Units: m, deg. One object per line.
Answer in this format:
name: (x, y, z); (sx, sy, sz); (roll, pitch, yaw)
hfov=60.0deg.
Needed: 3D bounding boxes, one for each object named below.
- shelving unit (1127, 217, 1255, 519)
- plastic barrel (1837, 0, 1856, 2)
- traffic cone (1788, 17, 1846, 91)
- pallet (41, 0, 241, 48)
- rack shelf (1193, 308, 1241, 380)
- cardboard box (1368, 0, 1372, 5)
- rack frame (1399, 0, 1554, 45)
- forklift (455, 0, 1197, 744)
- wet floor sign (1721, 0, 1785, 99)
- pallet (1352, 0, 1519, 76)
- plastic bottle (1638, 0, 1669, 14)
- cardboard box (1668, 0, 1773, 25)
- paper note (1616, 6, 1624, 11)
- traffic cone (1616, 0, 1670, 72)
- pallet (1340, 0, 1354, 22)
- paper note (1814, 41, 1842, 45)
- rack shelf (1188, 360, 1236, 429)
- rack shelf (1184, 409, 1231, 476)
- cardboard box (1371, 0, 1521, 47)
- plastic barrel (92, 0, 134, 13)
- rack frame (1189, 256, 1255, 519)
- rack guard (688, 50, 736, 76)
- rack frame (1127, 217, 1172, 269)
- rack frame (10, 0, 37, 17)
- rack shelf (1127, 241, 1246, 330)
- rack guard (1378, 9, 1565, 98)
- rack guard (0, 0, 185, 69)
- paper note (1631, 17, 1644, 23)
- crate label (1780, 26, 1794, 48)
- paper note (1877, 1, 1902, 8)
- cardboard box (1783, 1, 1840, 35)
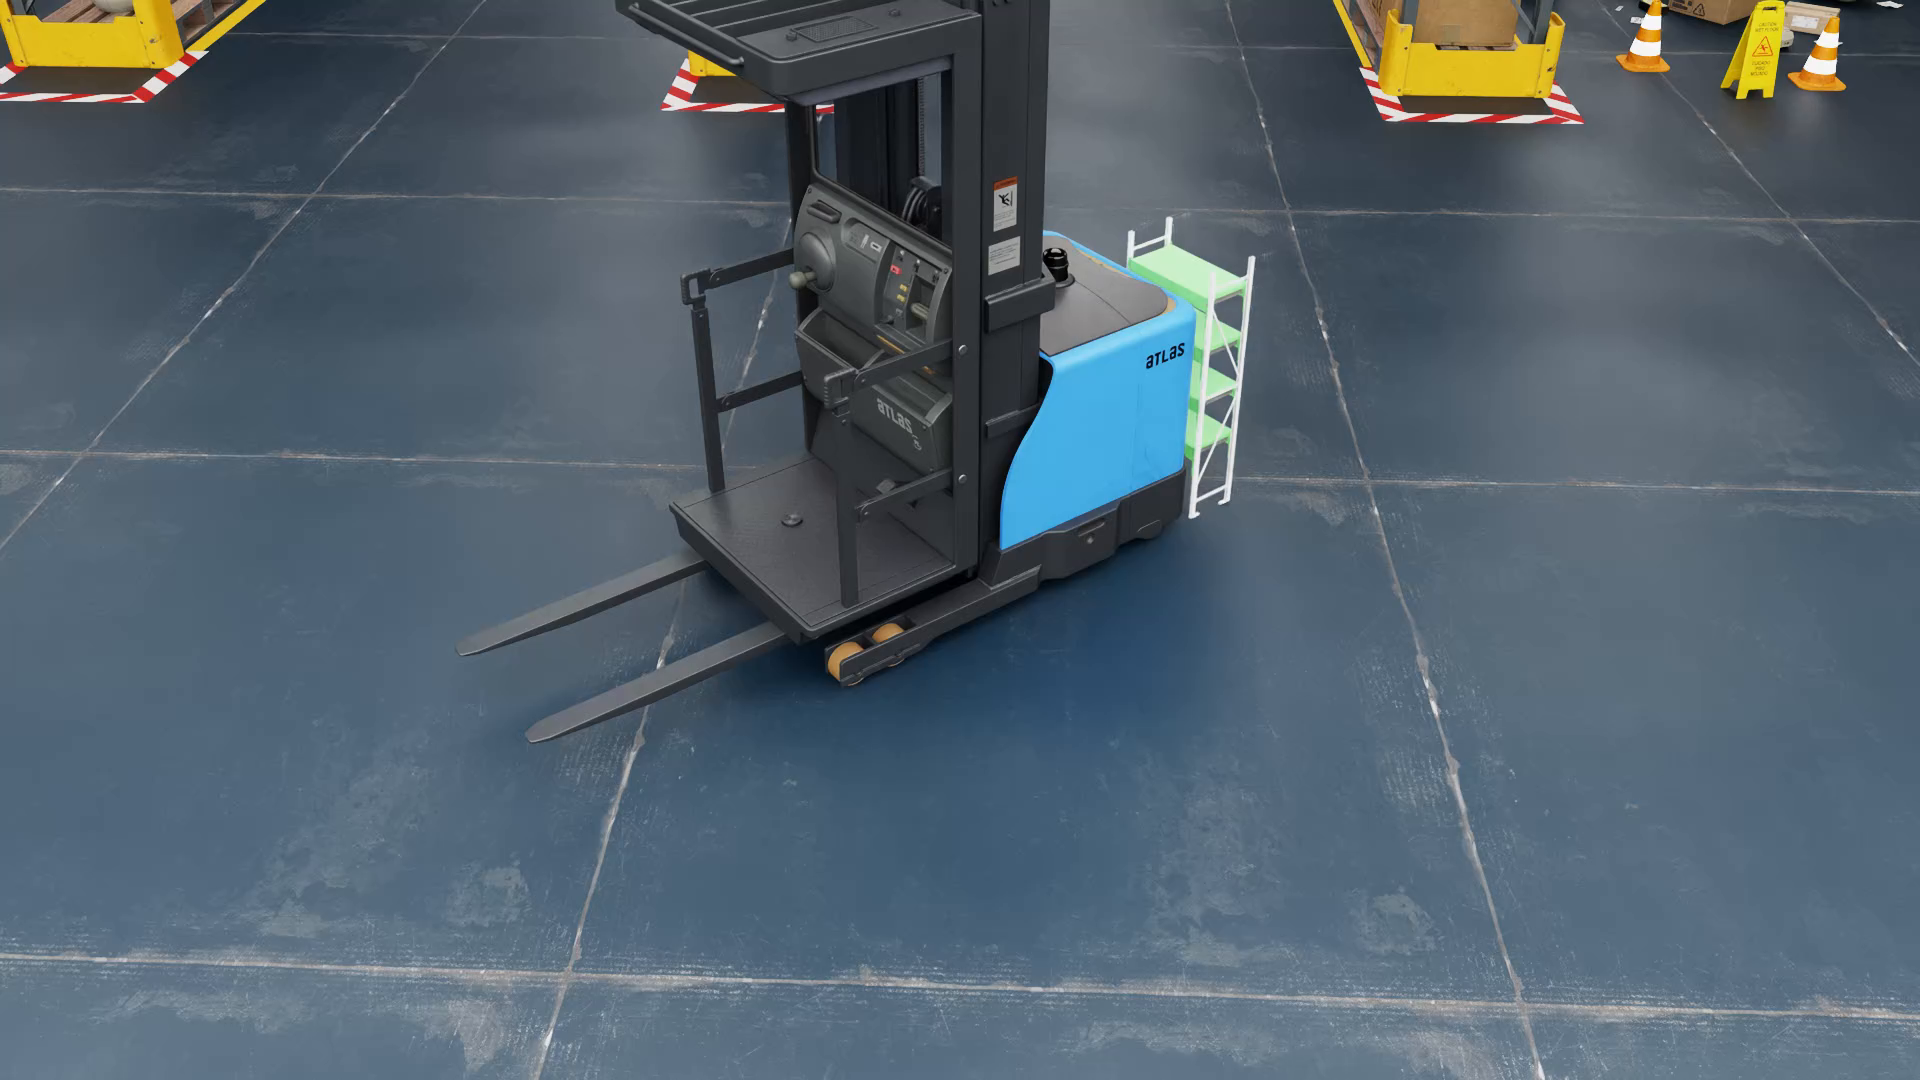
shelving unit: (0.963, -0.739, 7.256); (0.258, 1.200, 0.503); (-24, 42, -30)
plastic barrel: (7.098, -4.564, 13.376); (0.512, 0.421, 0.421); (28, 44, 33)
traffic cone: (6.134, -3.466, 11.779); (0.336, 0.463, 0.334); (1, 35, 2)
pallet: (-6.329, -4.111, 12.915); (1.003, 0.211, 1.213); (1, 35, 2)
rack shelf: (0.962, -0.883, 7.154); (0.258, 0.148, 0.480); (-24, 42, -30)
cardboard box: (3.573, -4.652, 12.744); (0.875, 0.875, 0.875); (1, 35, 1)
rack frame: (3.578, -4.453, 10.977); (1.000, 3.000, 0.127); (1, 35, 2)
forklift: (-0.502, -0.981, 6.097); (3.031, 2.935, 1.130); (-24, 41, -30)
wet floor sign: (5.555, -3.427, 11.566); (0.267, 0.644, 0.232); (-4, 35, -6)
pallet: (3.532, -3.773, 12.436); (1.003, 0.211, 1.213); (1, 35, 2)
plastic bottle: (5.512, -4.262, 13.261); (0.133, 0.061, 0.283); (-10, 36, -14)
cardboard box: (6.069, -4.443, 13.134); (0.797, 0.503, 0.637); (-24, 42, -30)
paper note: (5.271, -4.250, 13.289); (0.032, 0.001, 0.123); (20, 40, 26)
traffic cone: (5.018, -3.687, 12.094); (0.336, 0.463, 0.334); (1, 35, 2)
pallet: (3.584, -4.472, 13.430); (1.003, 0.211, 1.213); (1, 35, 2)
paper note: (6.577, -3.771, 12.589); (0.148, 0.019, 0.142); (-10, 36, -14)
rack shelf: (0.964, -0.687, 7.293); (0.258, 0.148, 0.480); (-24, 42, -30)
rack shelf: (0.966, -0.492, 7.432); (0.258, 0.148, 0.480); (-24, 42, -30)
cardboard box: (3.539, -4.147, 12.024); (0.875, 0.875, 0.875); (2, 35, 2)
plastic barrel: (-6.373, -4.274, 12.521); (0.421, 0.512, 0.421); (0, 35, 0)
rack frame: (1.112, -0.628, 7.098); (0.240, 1.200, 0.015); (-24, 42, -30)
rack guard: (-1.371, -3.647, 12.004); (1.175, 0.500, 0.348); (1, 35, 2)
rack frame: (0.815, -0.850, 7.414); (0.240, 1.200, 0.015); (-24, 42, -30)
rack frame: (-6.323, -4.740, 11.386); (1.000, 3.000, 0.127); (1, 35, 2)
rack shelf: (0.961, -1.078, 7.015); (0.258, 0.148, 0.480); (-24, 42, -30)
rack guard: (3.577, -3.417, 11.677); (1.175, 0.500, 0.348); (1, 35, 2)
rack guard: (-6.367, -3.762, 12.168); (1.175, 0.500, 0.348); (1, 35, 2)
paper note: (5.336, -4.075, 13.024); (0.144, 0.017, 0.142); (13, 37, 18)
crate label: (6.103, -3.786, 12.518); (0.250, 0.136, 0.298); (-17, 38, -22)
paper note: (7.471, -4.306, 13.350); (0.142, 0.019, 0.148); (-10, 36, -14)
cardboard box: (6.562, -4.030, 12.854); (0.380, 0.149, 0.250); (20, 40, 26)
